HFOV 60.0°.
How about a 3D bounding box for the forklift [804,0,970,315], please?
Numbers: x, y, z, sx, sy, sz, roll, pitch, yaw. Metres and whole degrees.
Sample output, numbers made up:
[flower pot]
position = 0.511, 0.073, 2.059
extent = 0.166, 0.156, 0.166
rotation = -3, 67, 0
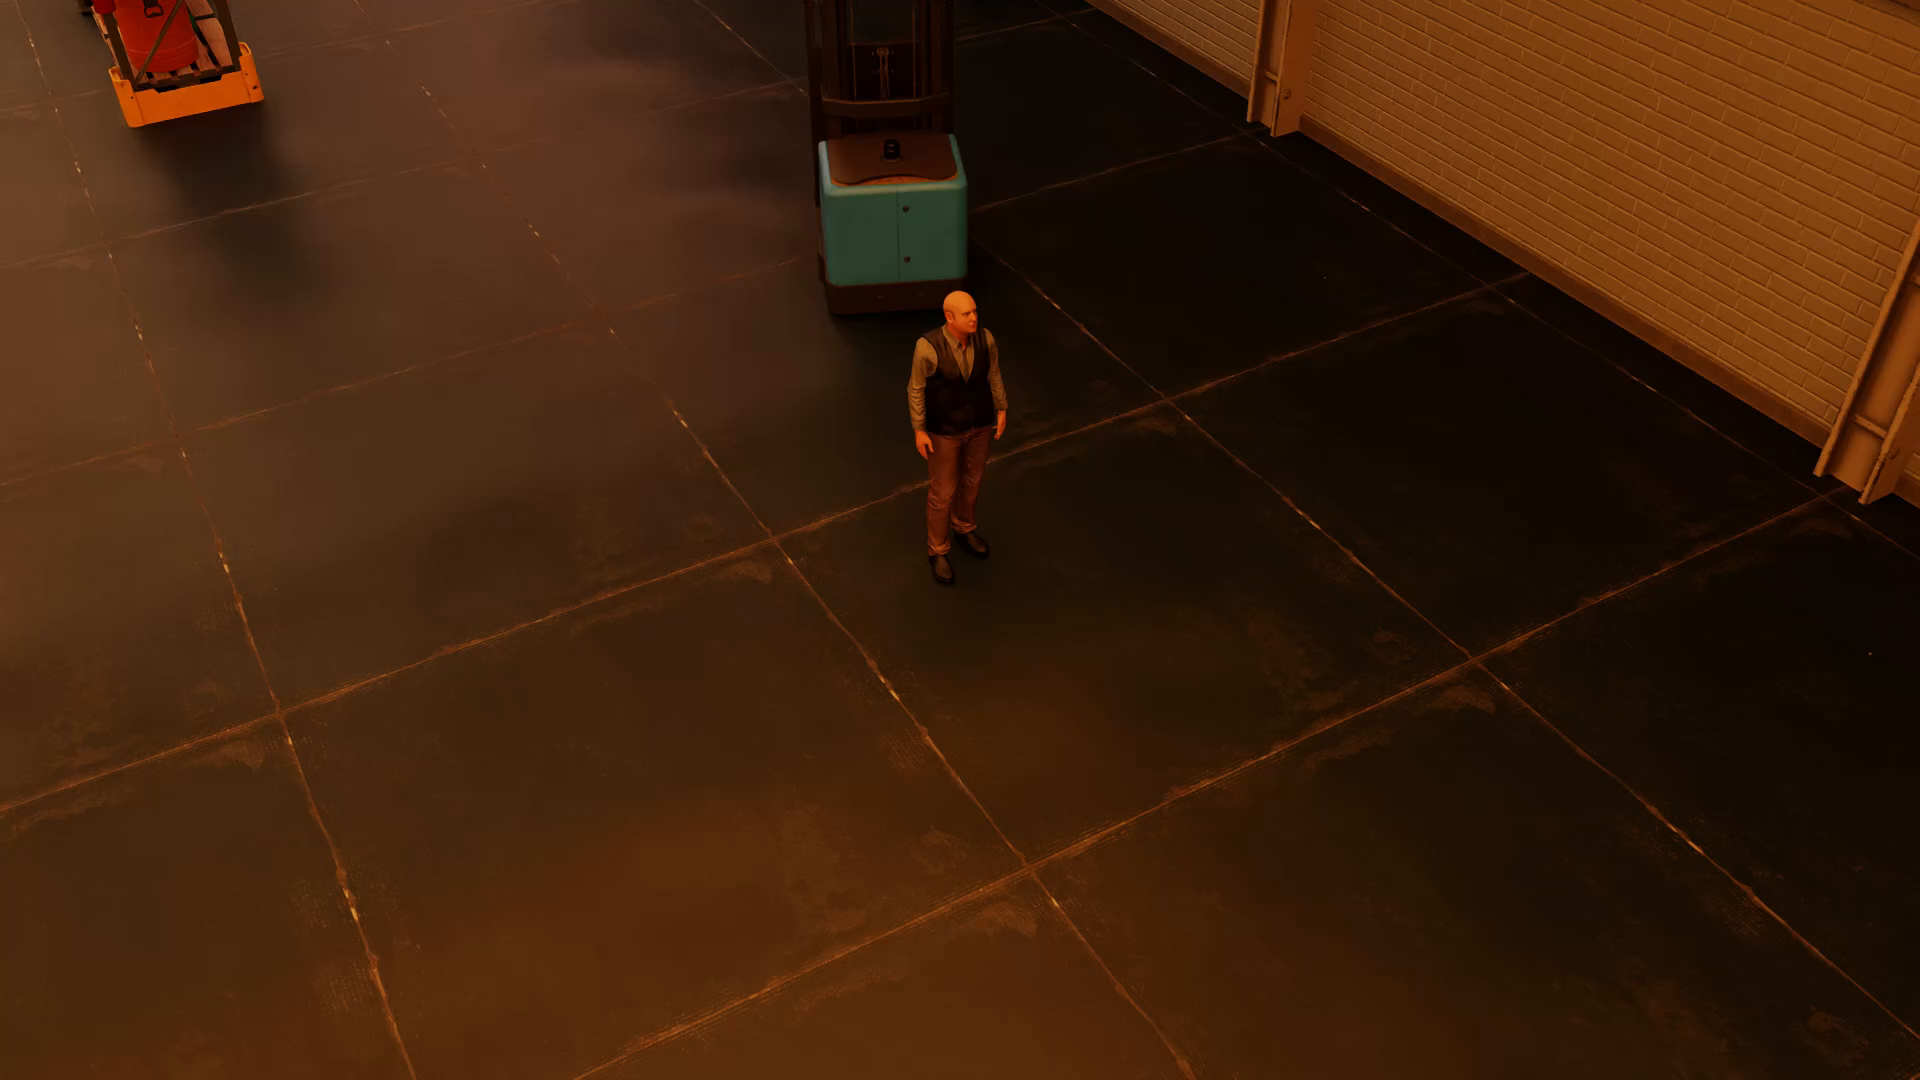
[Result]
[forklift]
position = -0.619, -3.719, 12.520
extent = 1.130, 2.935, 3.031
rotation = -4, 40, -5

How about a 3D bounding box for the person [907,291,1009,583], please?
[person]
position = 0.025, -0.631, 9.733
extent = 0.633, 1.722, 0.566
rotation = -20, 44, -23
